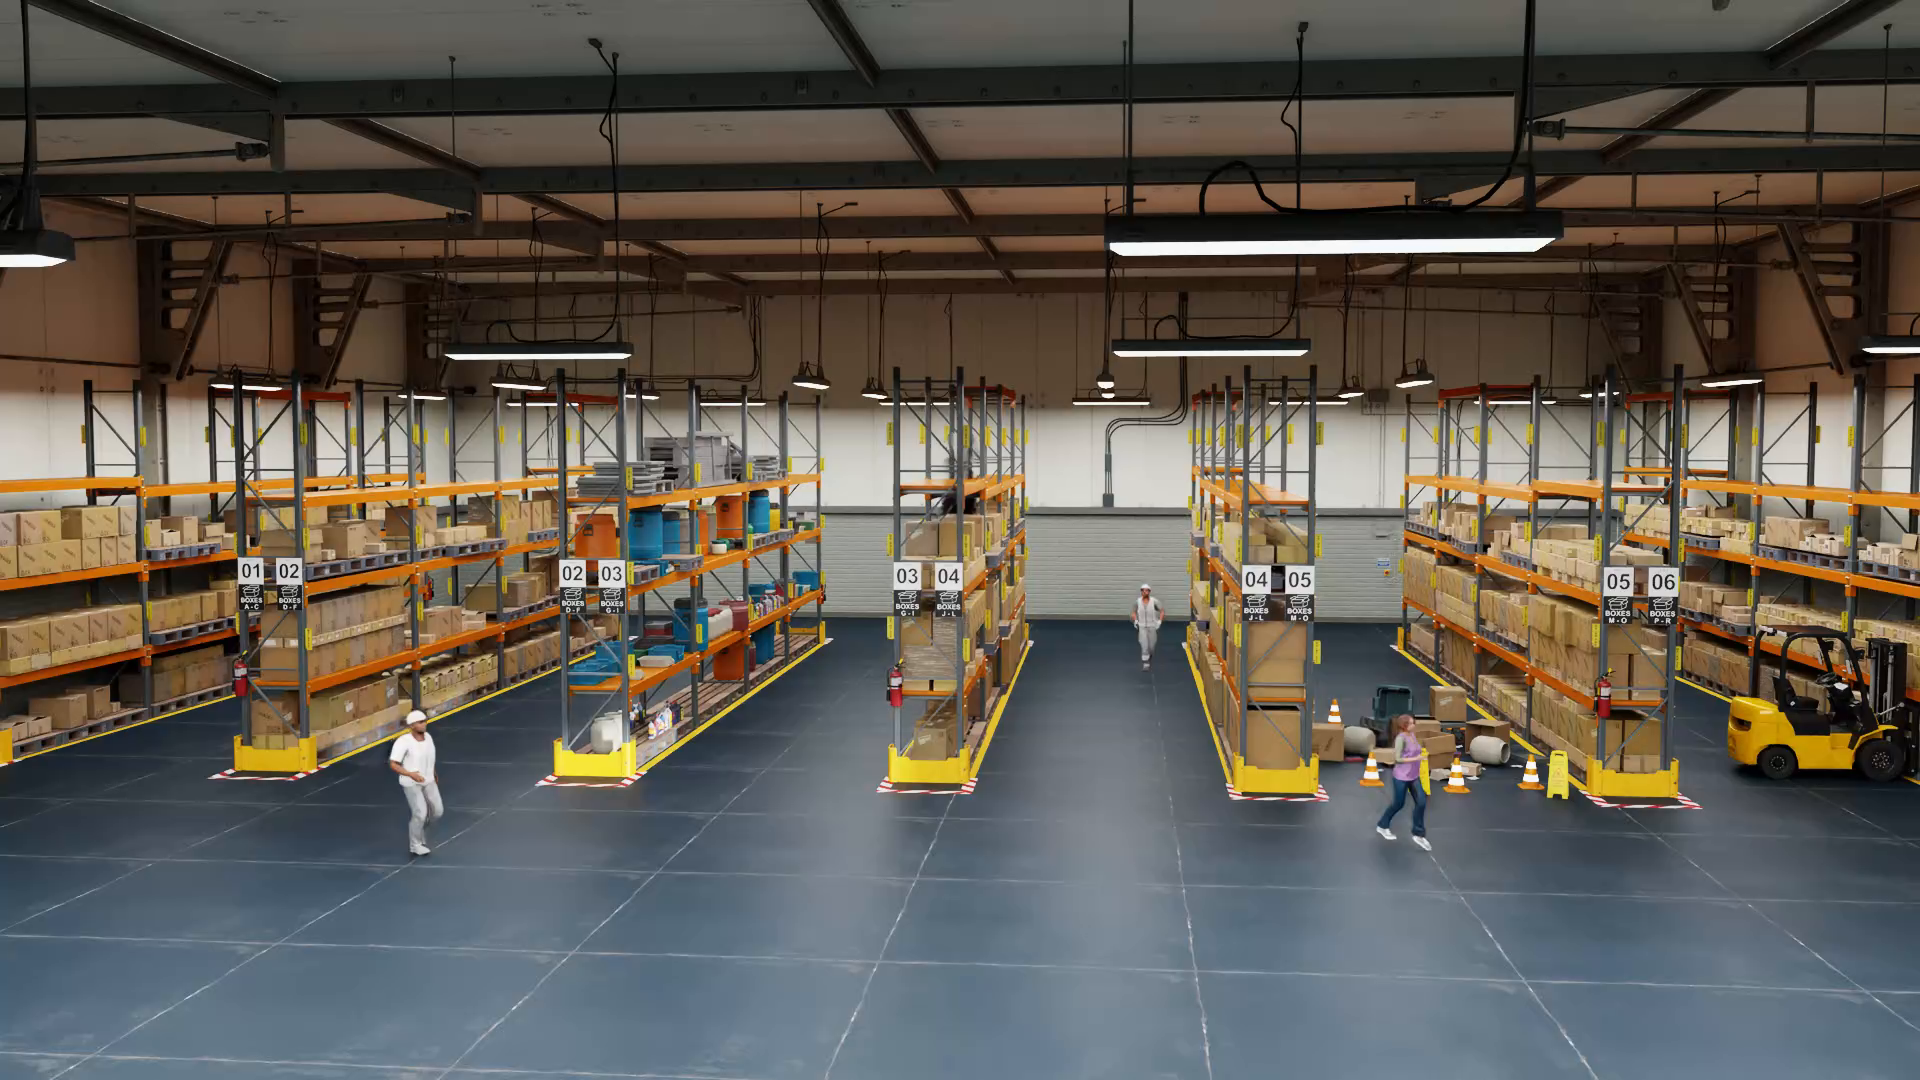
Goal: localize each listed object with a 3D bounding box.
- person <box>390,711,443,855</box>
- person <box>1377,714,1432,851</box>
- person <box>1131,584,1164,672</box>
[{"bbox_3d":[-6.471,2.898,19.869,0.570,1.724,0.704,2,4,31],"label":"person"},{"bbox_3d":[5.417,2.937,20.282,0.524,1.621,0.719,-3,5,-40],"label":"person"},{"bbox_3d":[3.783,1.758,33.514,0.659,1.754,0.674,1,4,14],"label":"person"}]
